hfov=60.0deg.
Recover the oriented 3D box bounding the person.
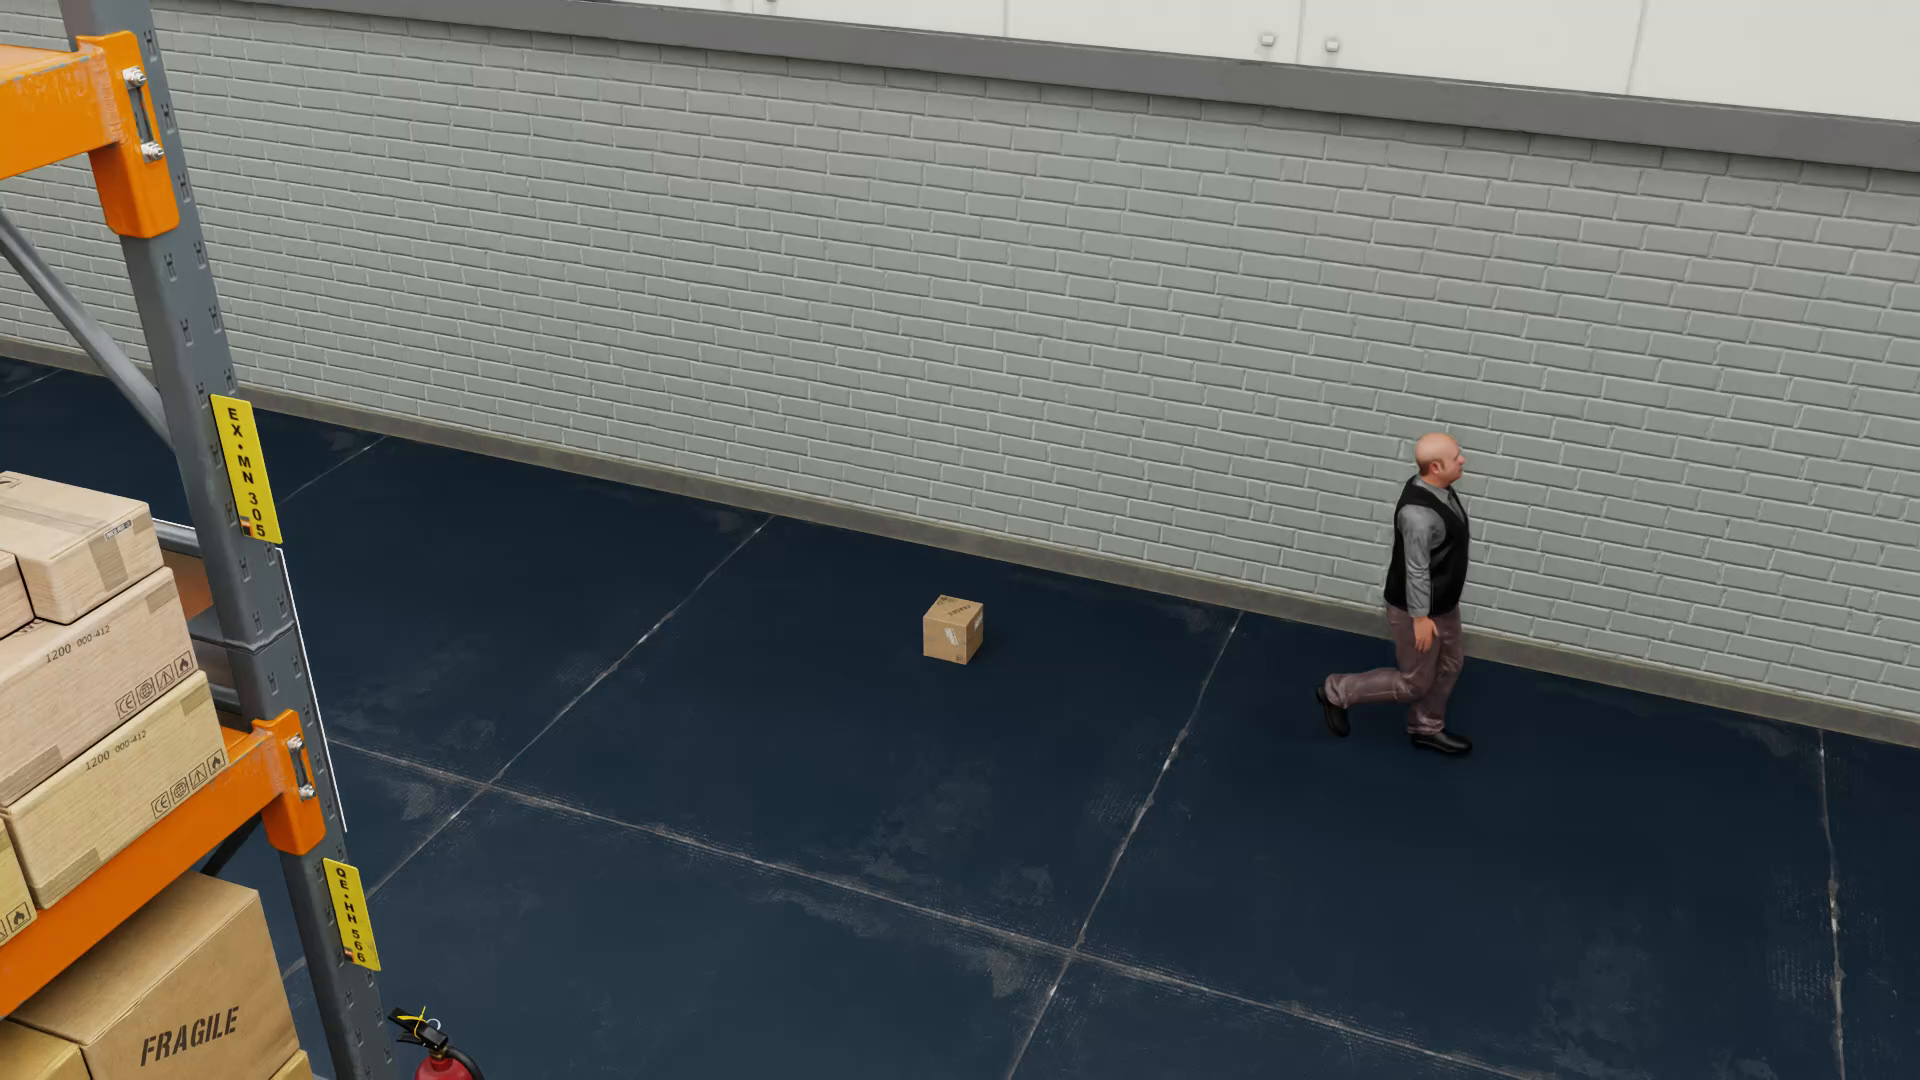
[{"bbox_3d":[2.160,0.268,7.916,0.766,1.698,0.535,13,32,22],"label":"person"}]
